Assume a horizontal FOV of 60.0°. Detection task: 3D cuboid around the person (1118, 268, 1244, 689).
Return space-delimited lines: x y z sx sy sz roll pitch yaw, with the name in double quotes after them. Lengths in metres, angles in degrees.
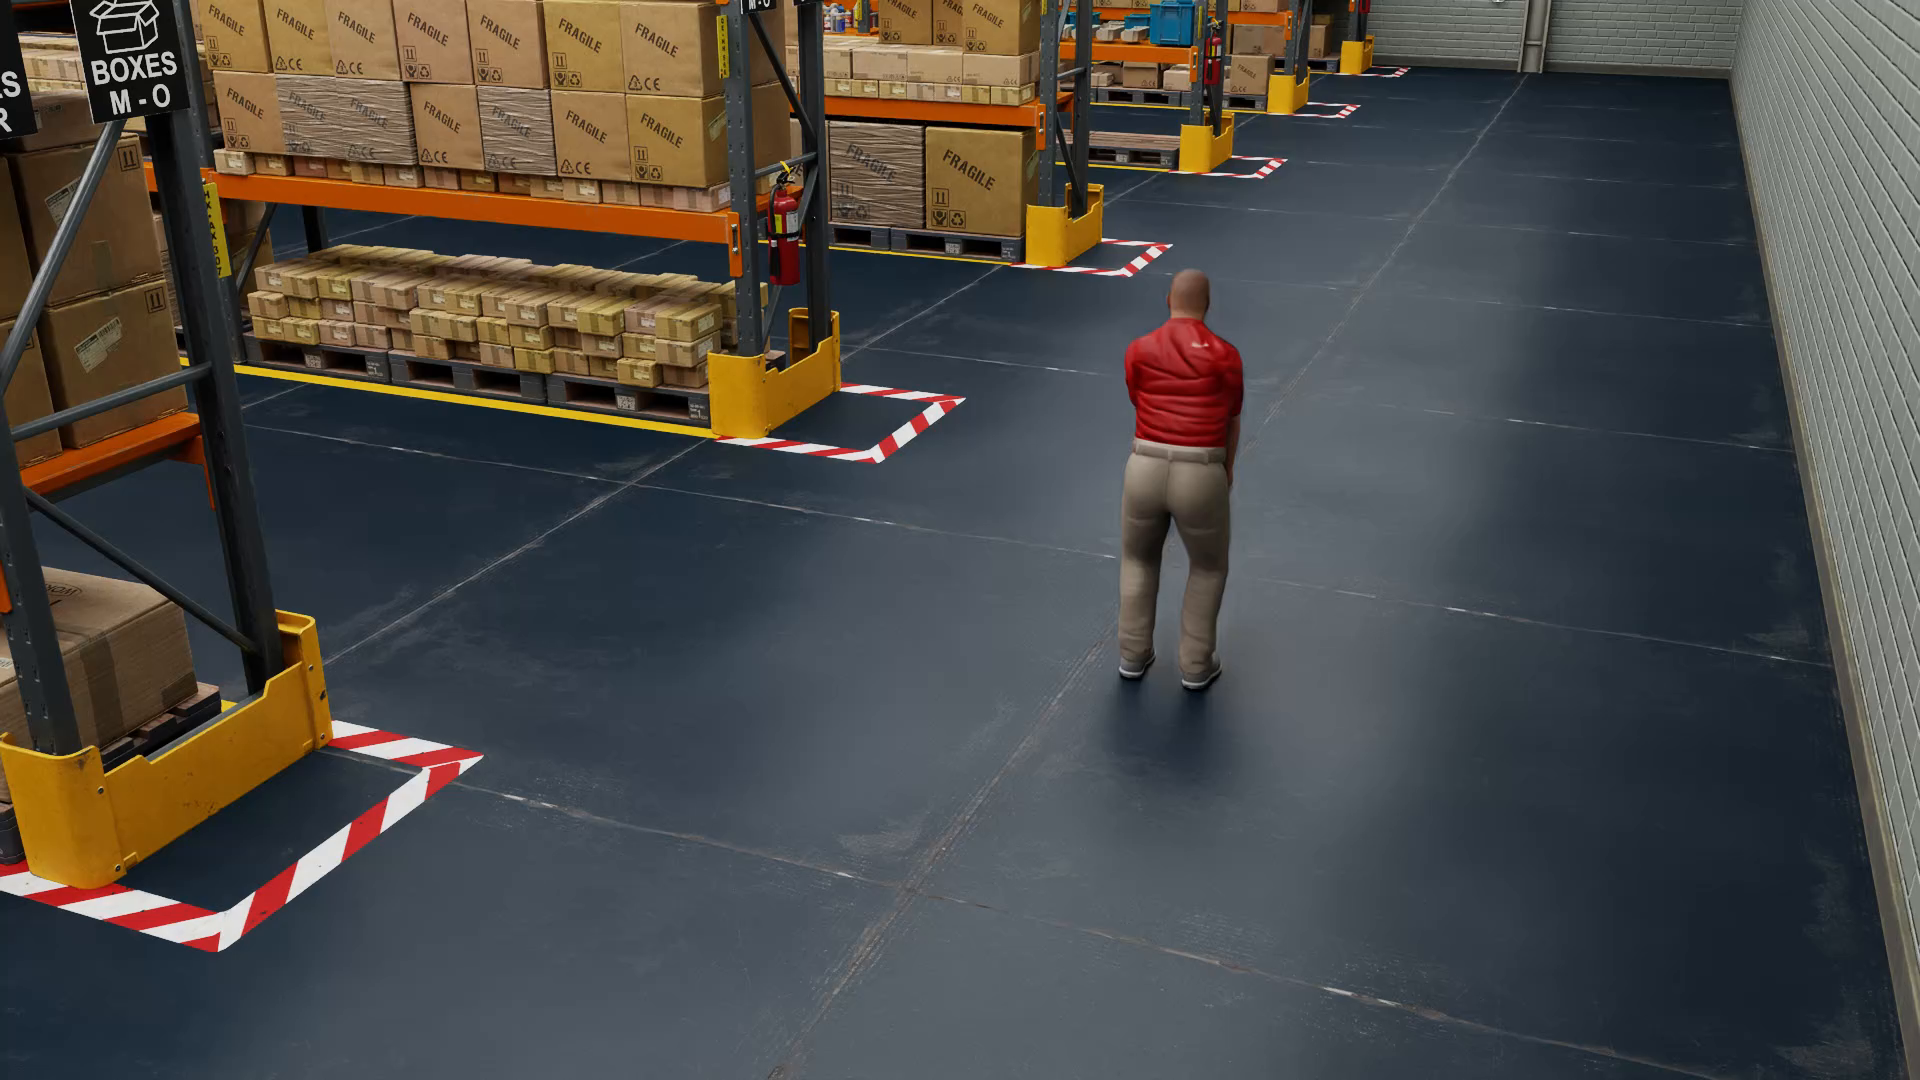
0.895 -0.261 6.801 0.483 1.700 0.554 8 24 19 "person"
